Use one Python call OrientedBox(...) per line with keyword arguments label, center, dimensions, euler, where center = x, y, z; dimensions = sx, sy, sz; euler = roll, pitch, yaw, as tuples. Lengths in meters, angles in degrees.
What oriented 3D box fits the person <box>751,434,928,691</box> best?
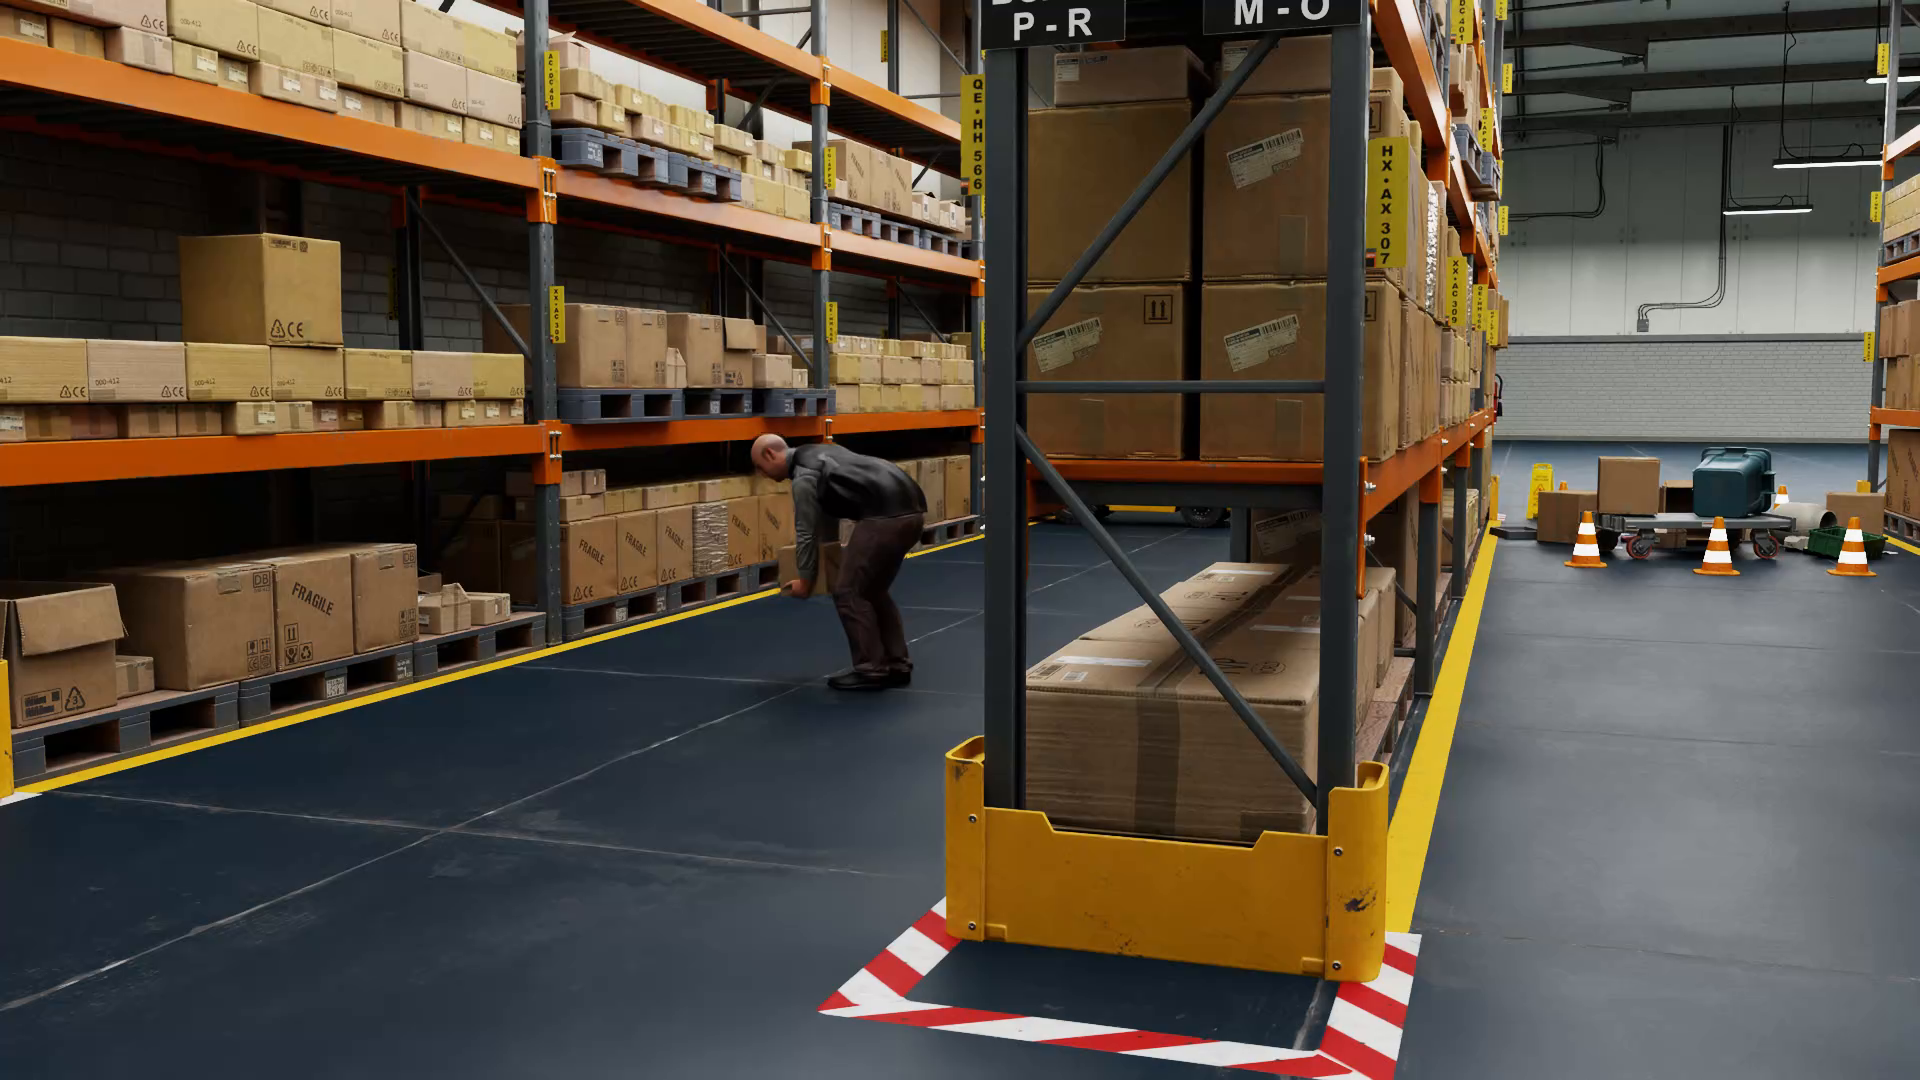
OrientedBox(label="person", center=(-0.628, 0.107, 8.452), dimensions=(0.916, 1.274, 0.463), euler=(2, 5, 17))
